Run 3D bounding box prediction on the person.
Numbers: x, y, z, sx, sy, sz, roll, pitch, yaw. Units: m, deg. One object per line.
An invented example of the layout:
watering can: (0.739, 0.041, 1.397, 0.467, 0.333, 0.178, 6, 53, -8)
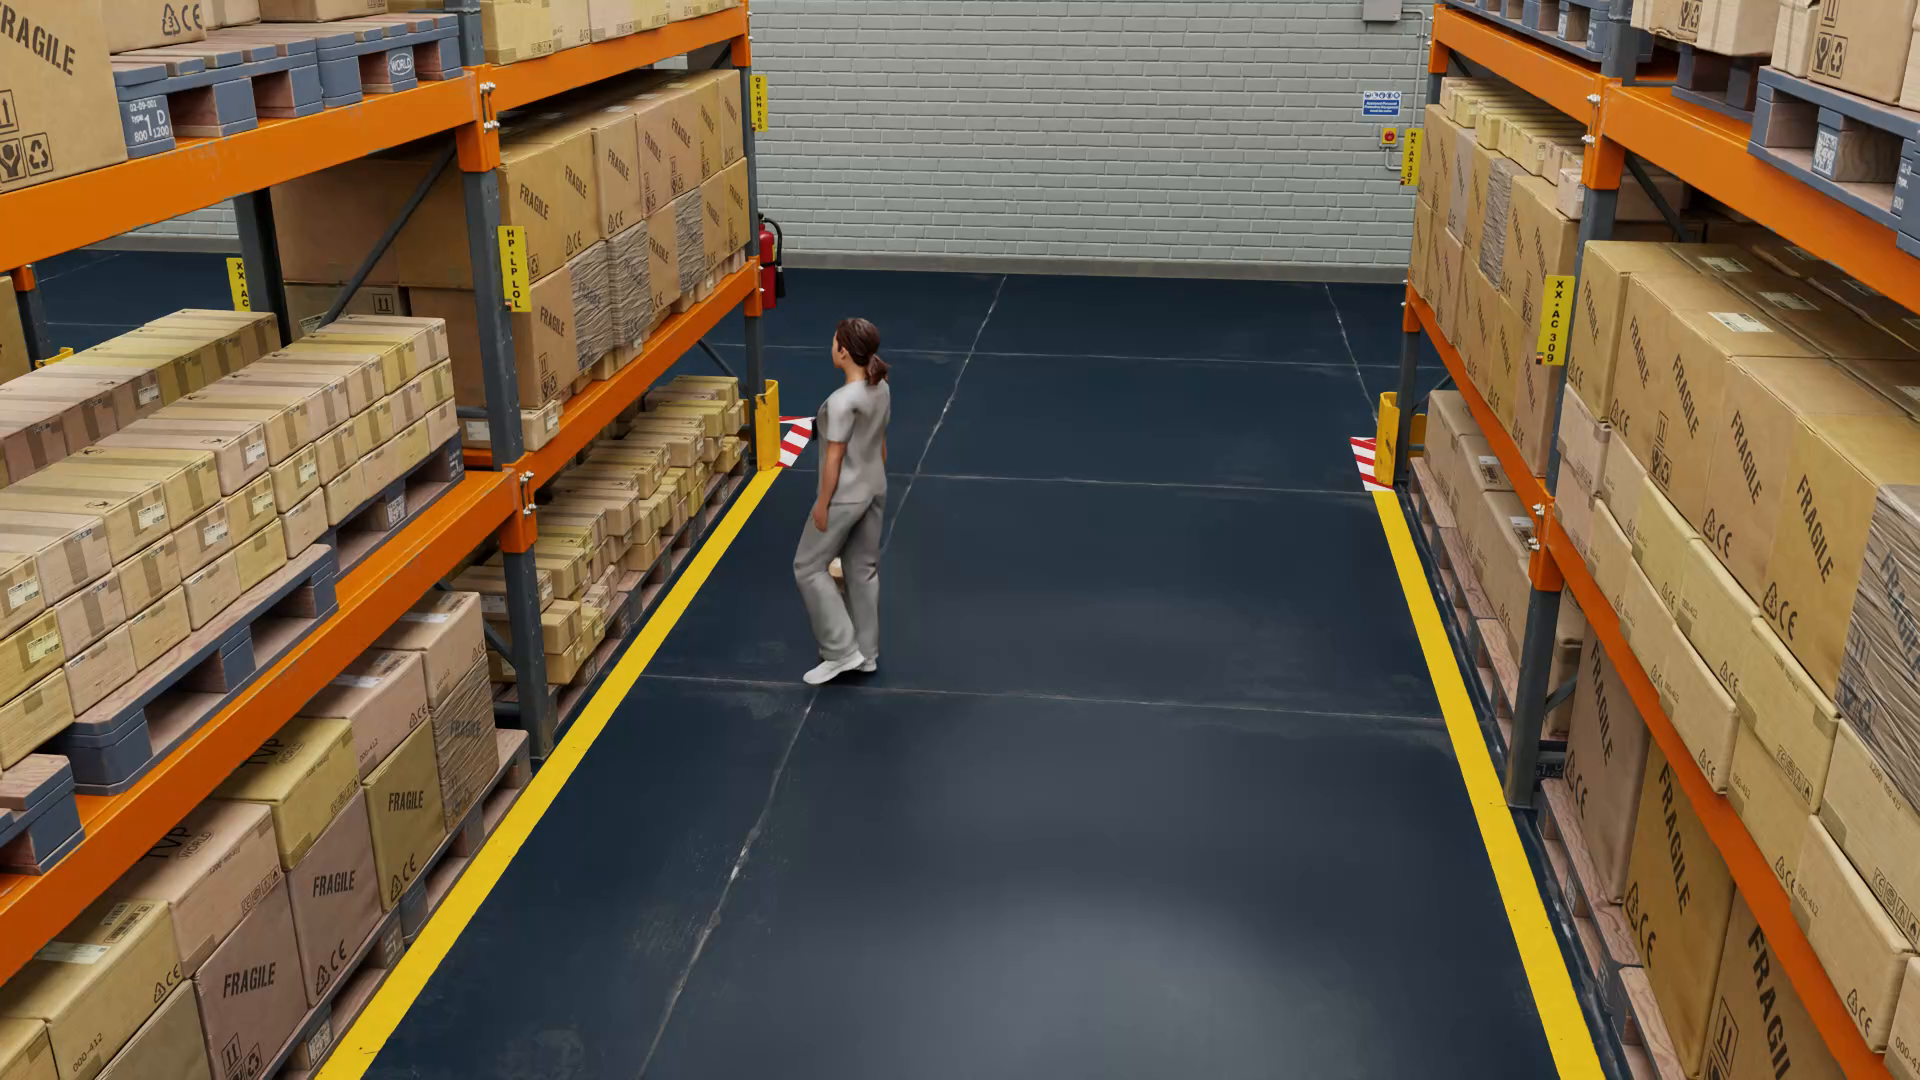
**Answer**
person: (-0.504, -0.174, 7.540, 0.414, 1.692, 0.481, 11, 24, 27)
